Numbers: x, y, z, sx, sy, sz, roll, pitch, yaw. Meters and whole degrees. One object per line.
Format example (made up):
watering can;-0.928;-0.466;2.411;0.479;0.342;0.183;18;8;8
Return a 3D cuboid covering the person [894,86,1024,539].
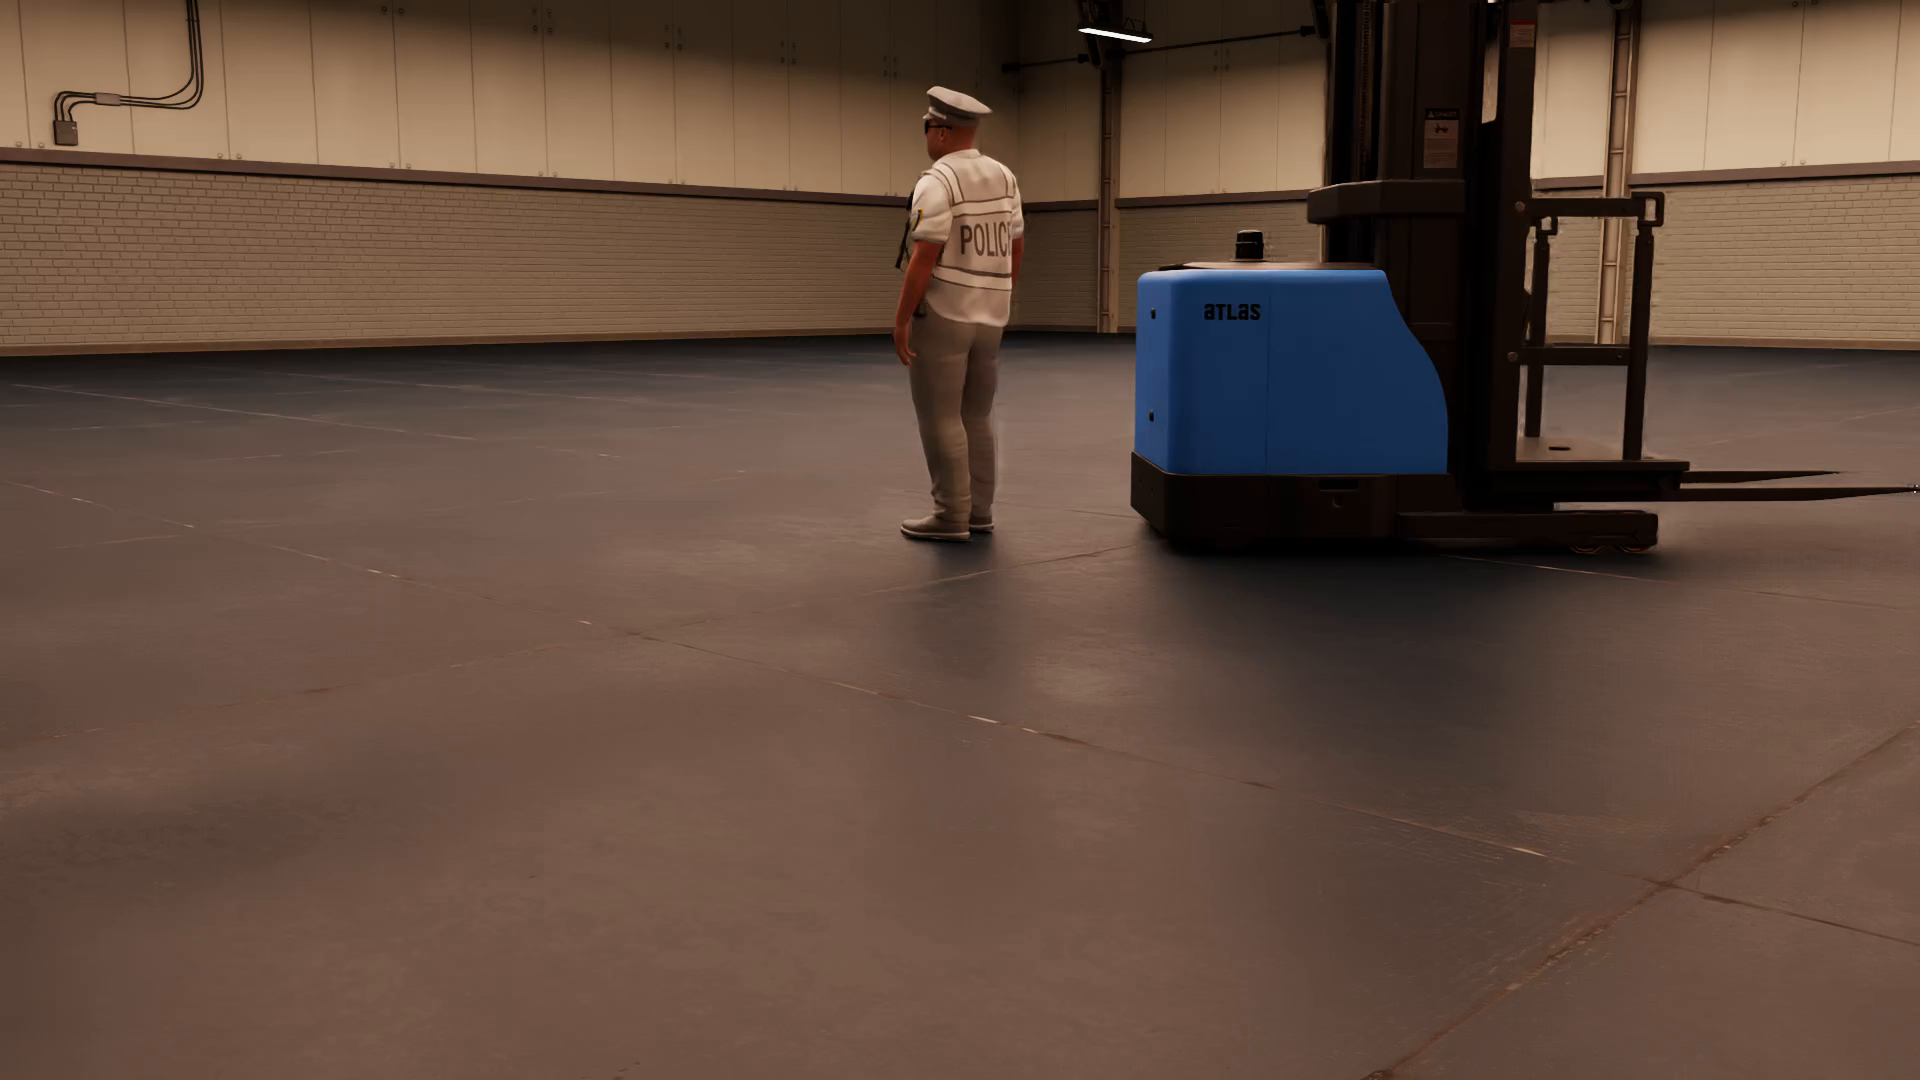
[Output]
person;-0.062;-0.889;6.647;0.545;1.779;0.660;8;12;42

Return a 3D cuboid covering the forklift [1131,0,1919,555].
forklift;2.271;-1.471;6.644;3.031;2.935;1.130;0;9;-2
